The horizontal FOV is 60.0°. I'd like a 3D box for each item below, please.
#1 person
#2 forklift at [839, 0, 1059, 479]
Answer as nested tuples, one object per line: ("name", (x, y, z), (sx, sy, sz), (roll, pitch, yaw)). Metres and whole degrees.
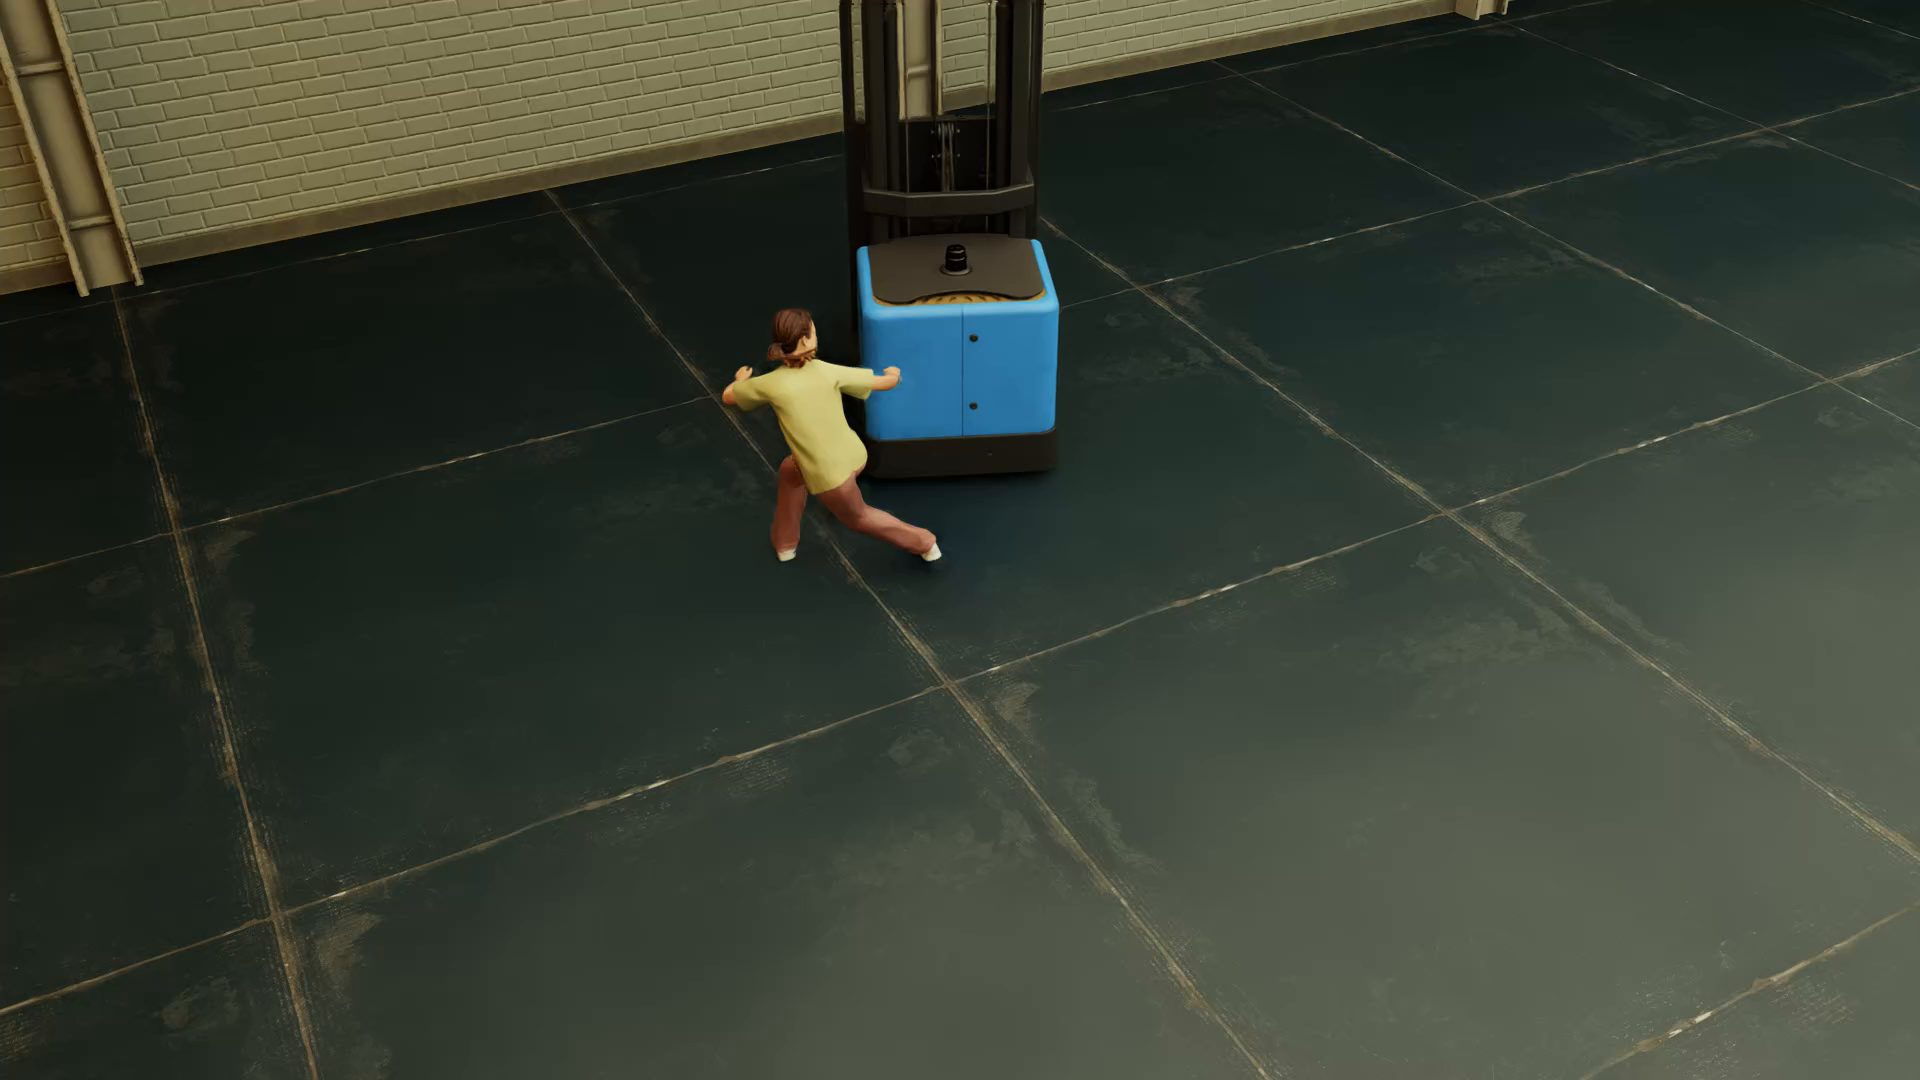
("person", (-0.653, -0.496, 8.135), (0.866, 1.448, 0.960), (-28, 44, -33))
("forklift", (-0.123, -2.362, 9.464), (1.130, 2.935, 3.031), (-3, 35, -4))
